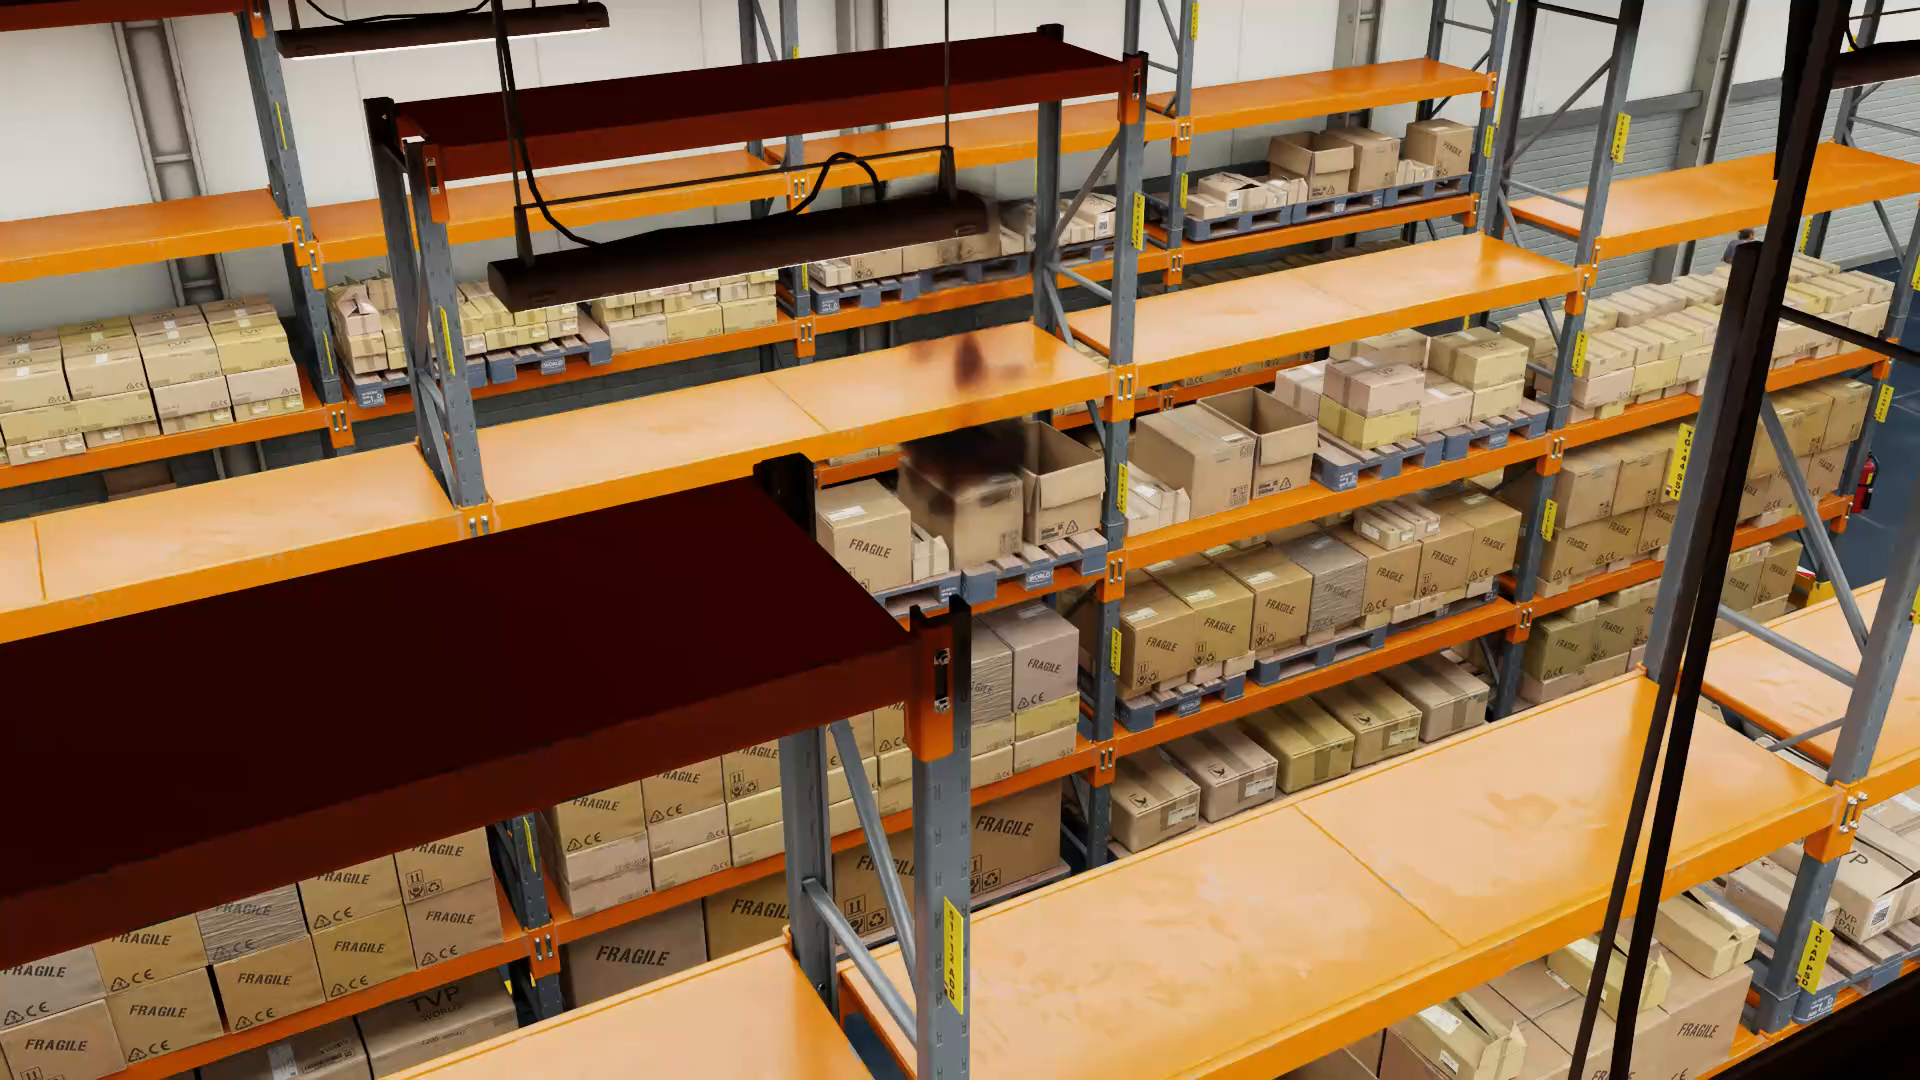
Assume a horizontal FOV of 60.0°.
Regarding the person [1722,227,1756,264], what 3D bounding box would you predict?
[{"bbox_3d":[9.993,-3.274,21.429,0.866,1.658,0.608,-7,29,-12],"label":"person"}]
